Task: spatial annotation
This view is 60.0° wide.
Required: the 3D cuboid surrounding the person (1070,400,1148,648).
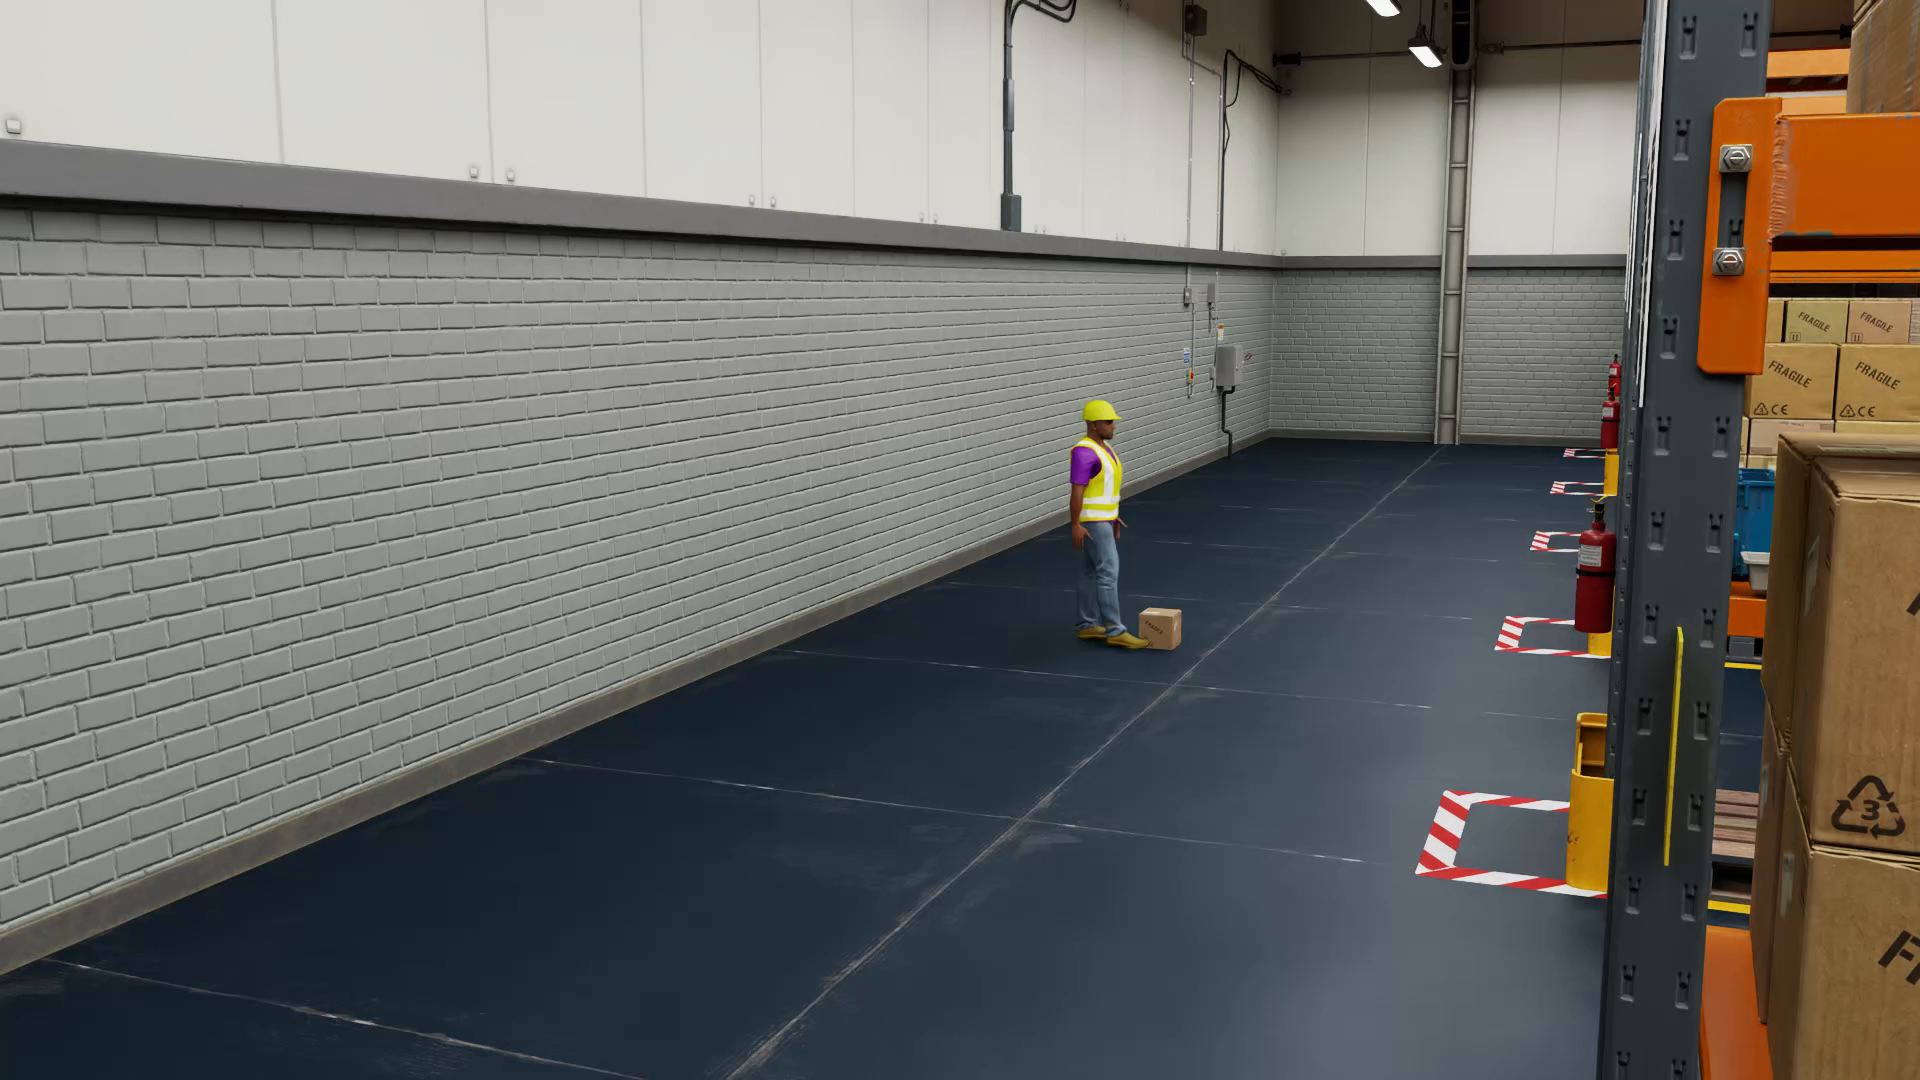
[{"bbox_3d":[1.119,-0.134,12.112,0.594,1.764,0.591,2,9,14],"label":"person"}]
